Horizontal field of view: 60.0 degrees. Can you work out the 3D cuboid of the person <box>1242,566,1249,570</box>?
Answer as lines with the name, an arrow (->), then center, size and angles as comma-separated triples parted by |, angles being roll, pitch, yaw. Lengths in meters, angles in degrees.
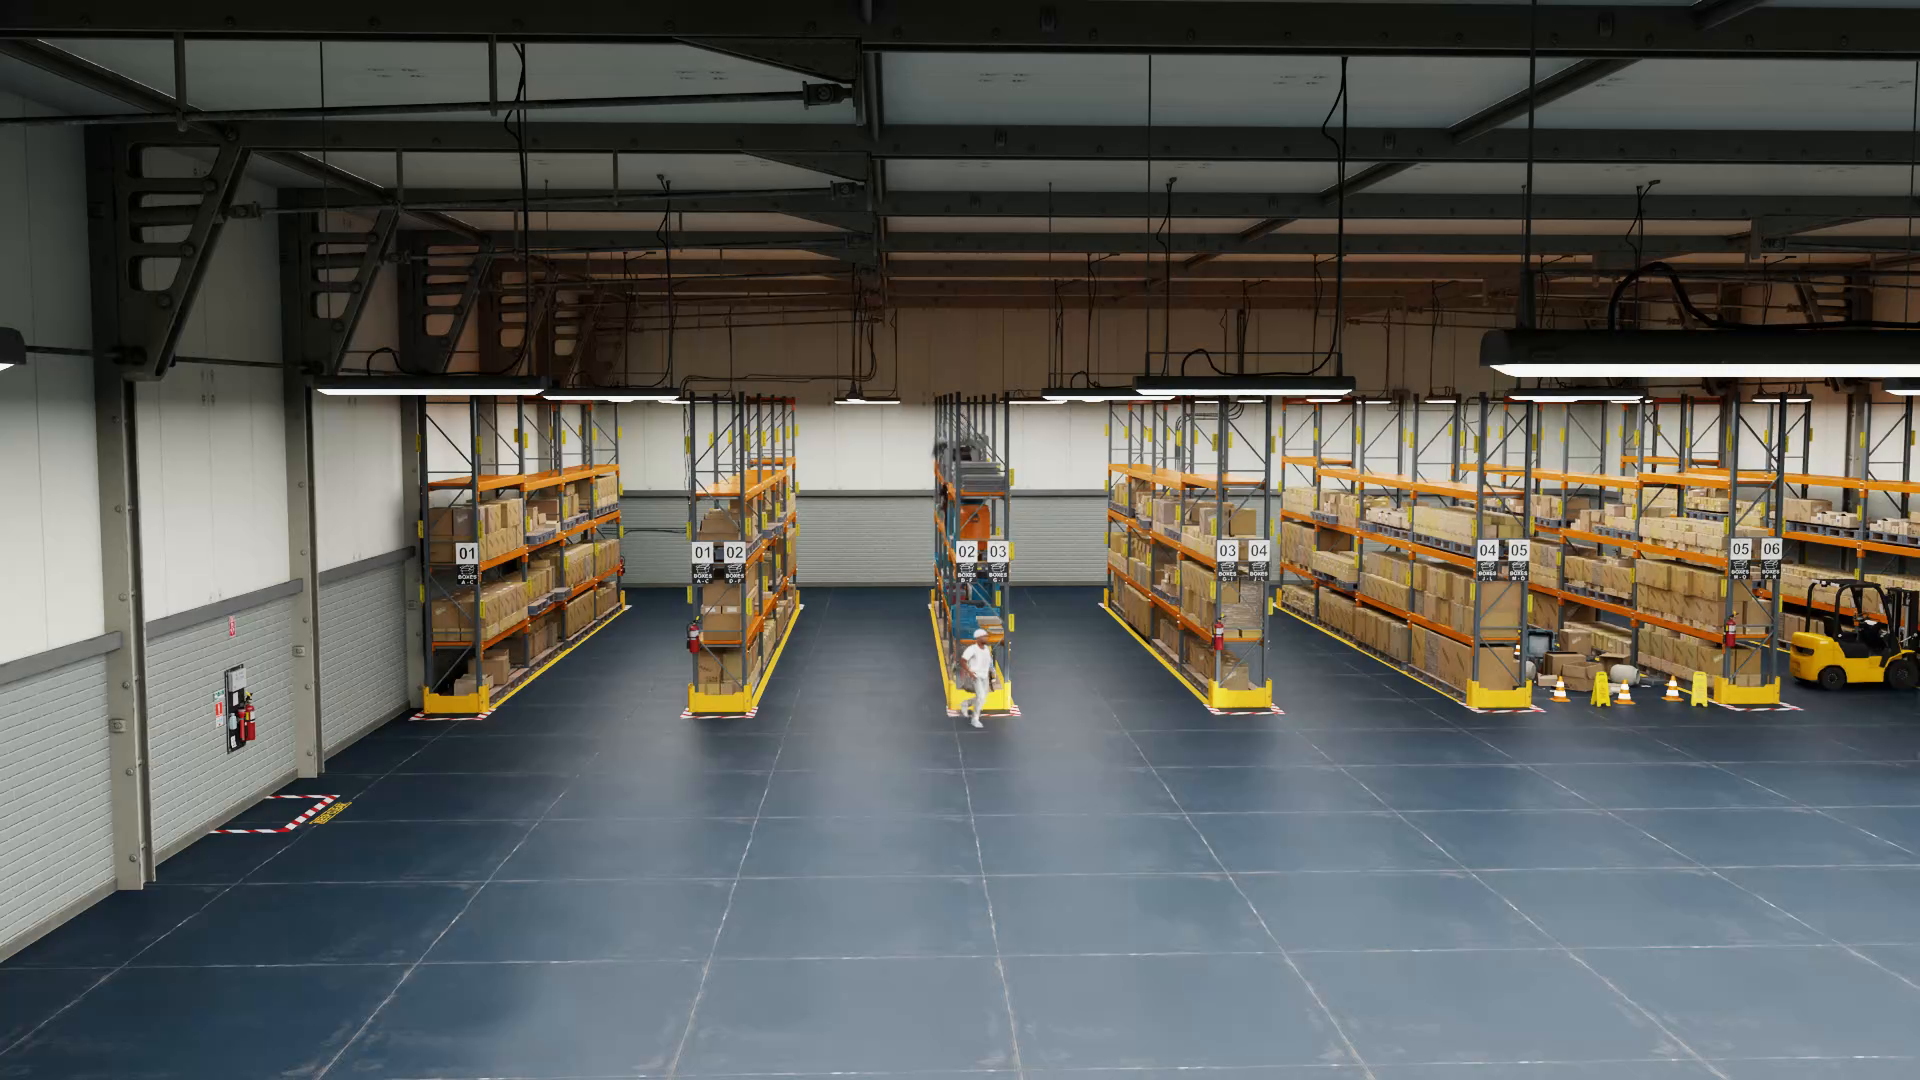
person -> 7.923, 1.158, 48.014 | 0.794, 1.470, 0.731 | 4, 6, 39

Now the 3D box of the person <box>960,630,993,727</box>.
person -> 0.296, 2.475, 30.068 | 0.654, 1.722, 0.740 | 4, 6, 41

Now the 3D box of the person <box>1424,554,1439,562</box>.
person -> 13.977, 0.894, 49.317 | 1.011, 1.740, 0.739 | 1, 5, 17
